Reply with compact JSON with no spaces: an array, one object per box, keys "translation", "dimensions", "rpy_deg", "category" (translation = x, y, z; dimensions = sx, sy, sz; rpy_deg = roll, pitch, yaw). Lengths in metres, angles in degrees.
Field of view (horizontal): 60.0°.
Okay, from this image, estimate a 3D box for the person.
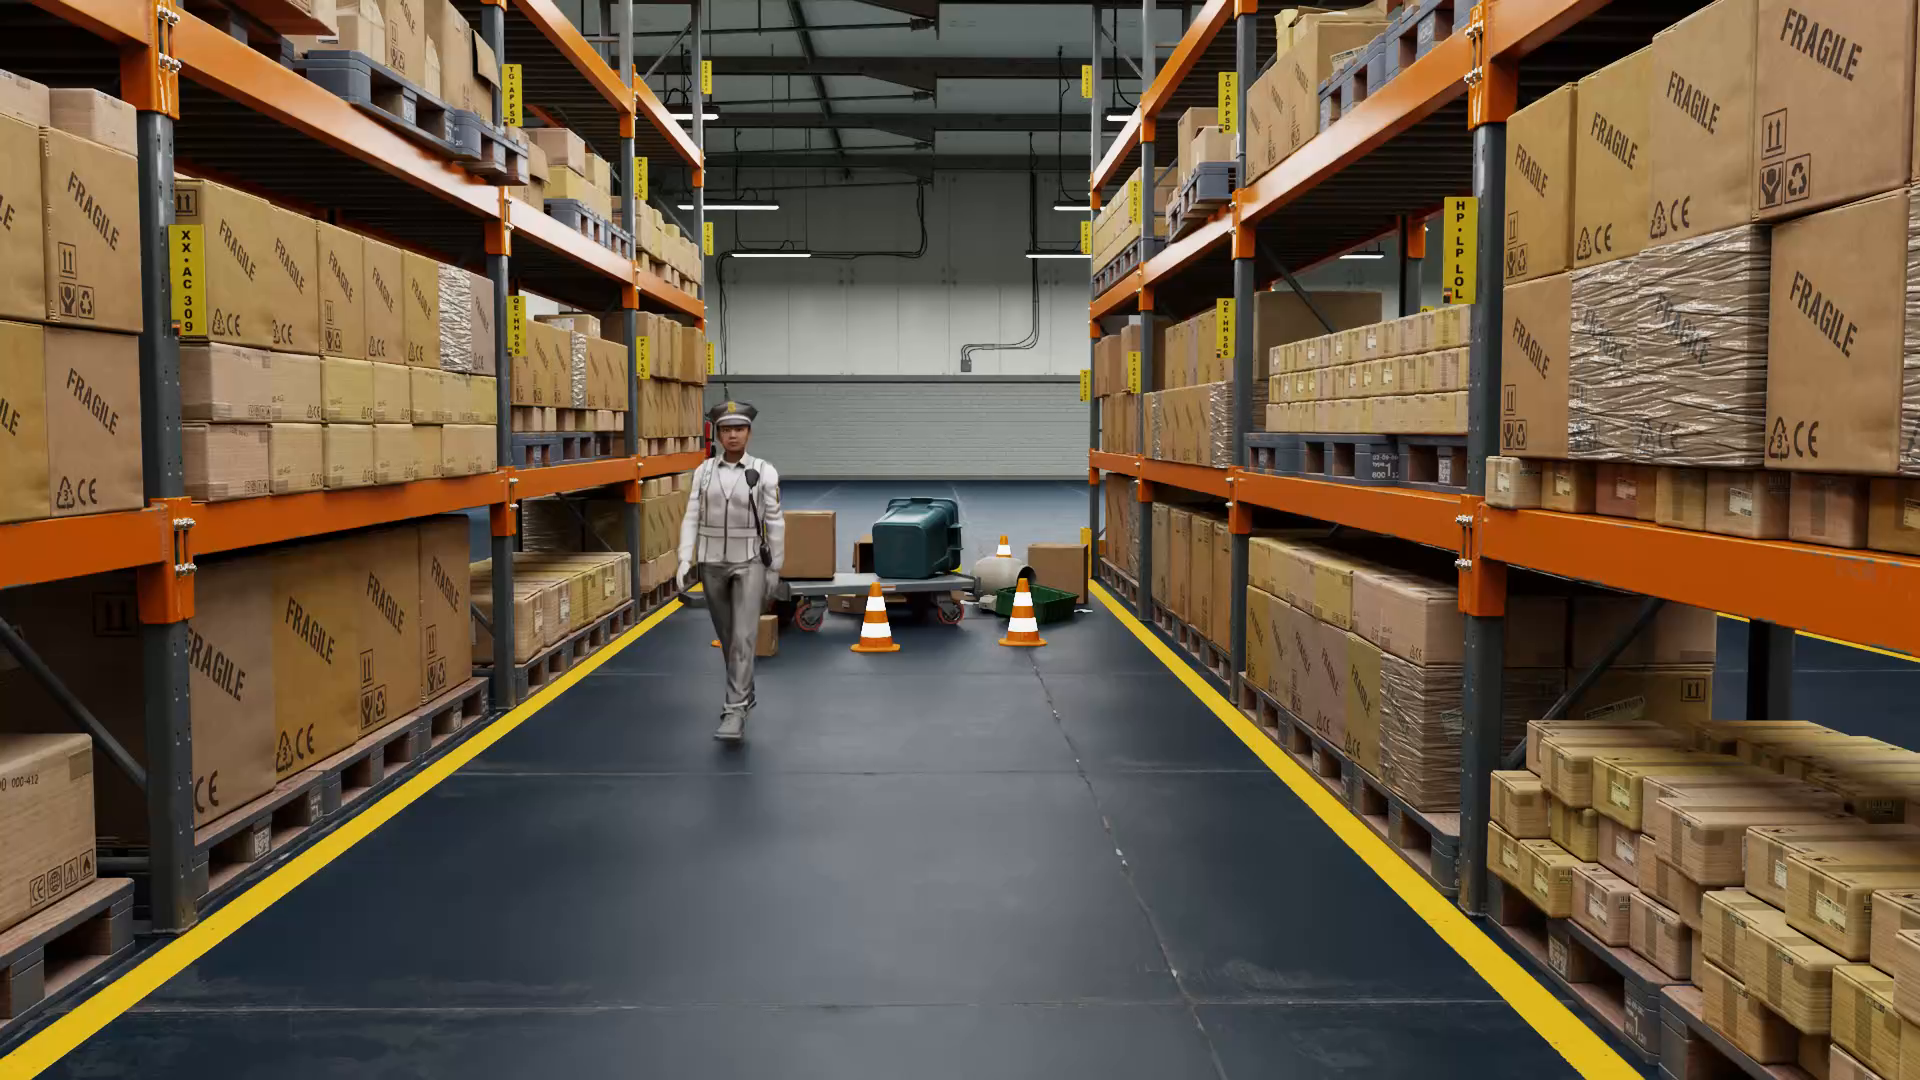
[{"translation":[-1.157,0.119,8.297],"dimensions":[0.495,1.630,0.971],"rpy_deg":[1,4,9],"category":"person"}]
